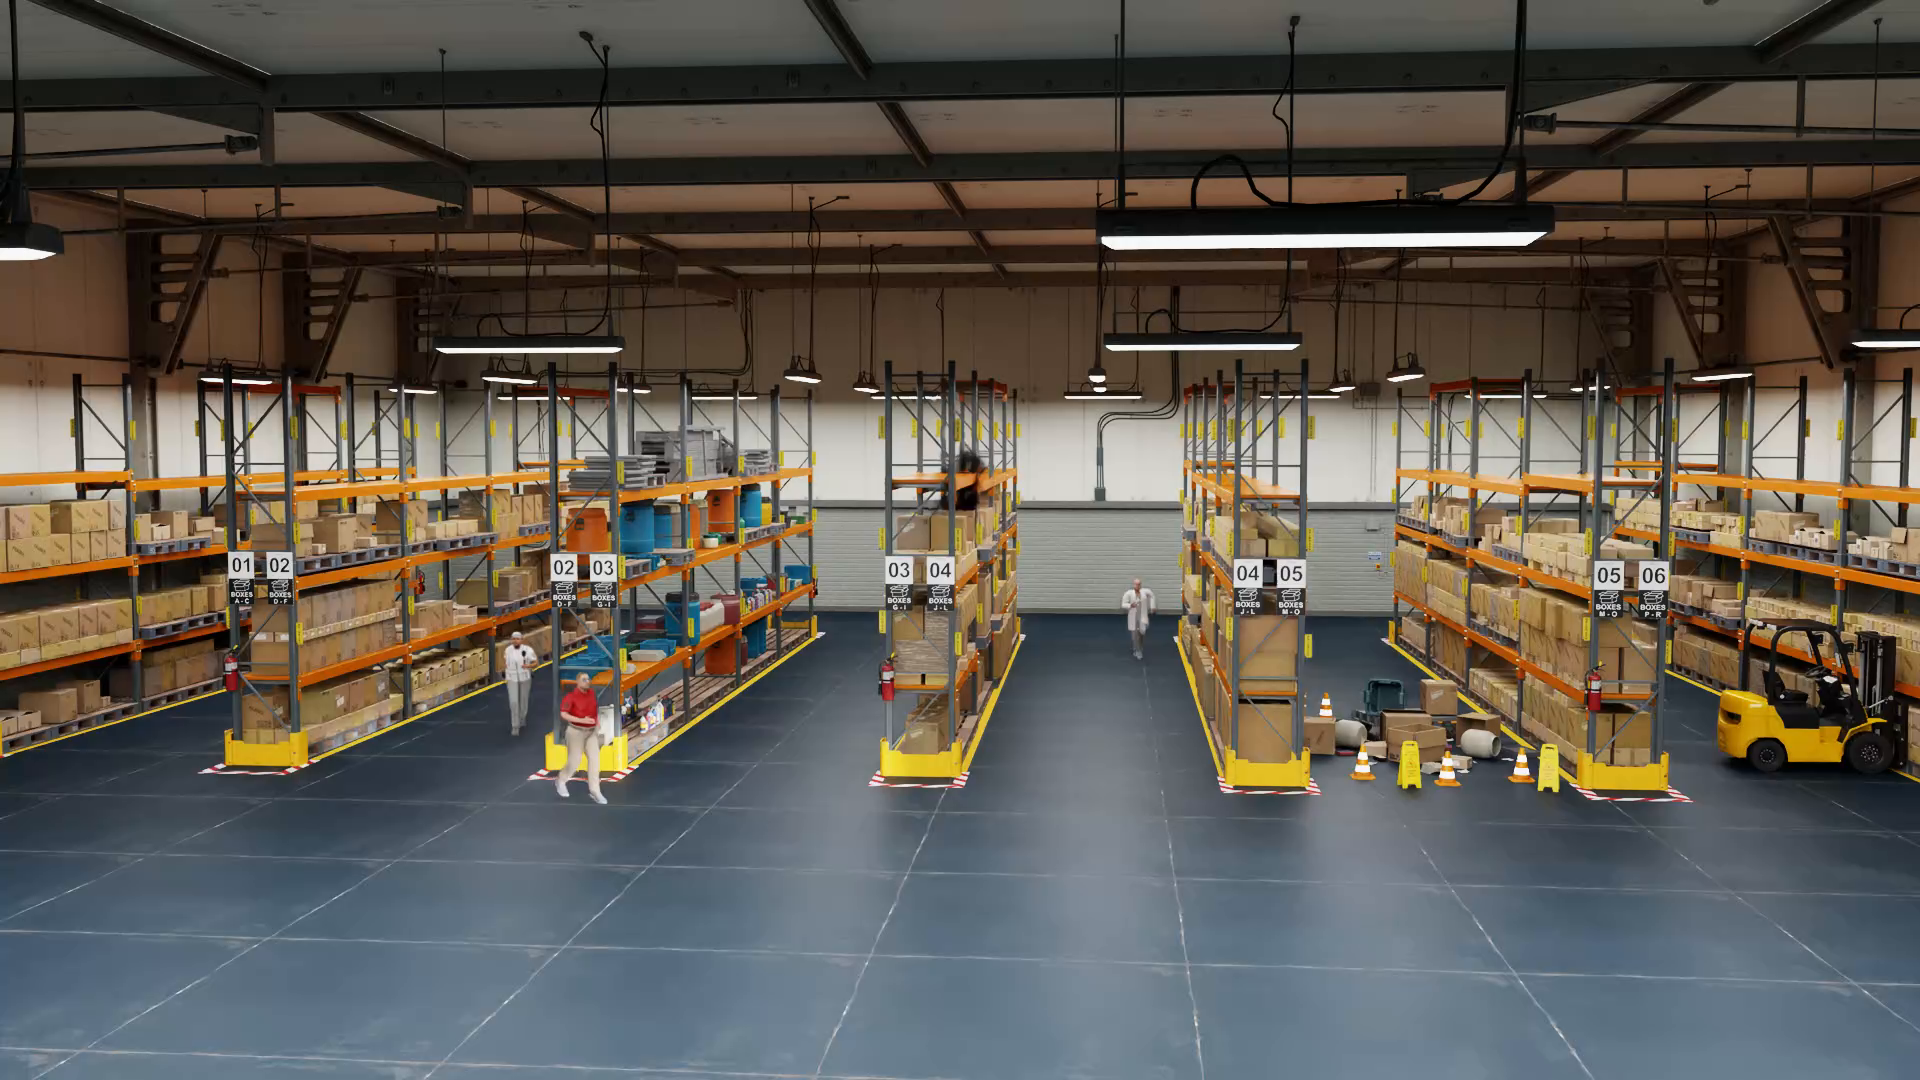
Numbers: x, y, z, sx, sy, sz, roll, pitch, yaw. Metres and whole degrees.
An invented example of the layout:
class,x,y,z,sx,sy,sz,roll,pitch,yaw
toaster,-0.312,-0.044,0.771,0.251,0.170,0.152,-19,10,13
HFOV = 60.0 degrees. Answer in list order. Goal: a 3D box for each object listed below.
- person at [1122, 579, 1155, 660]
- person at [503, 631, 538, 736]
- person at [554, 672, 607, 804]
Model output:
class,x,y,z,sx,sy,sz,roll,pitch,yaw
person,3.905,1.728,36.341,0.751,1.770,0.885,0,4,3
person,-7.309,2.357,27.657,0.589,1.696,0.852,-1,4,-11
person,-5.135,2.659,22.532,0.874,1.761,0.685,3,5,38
